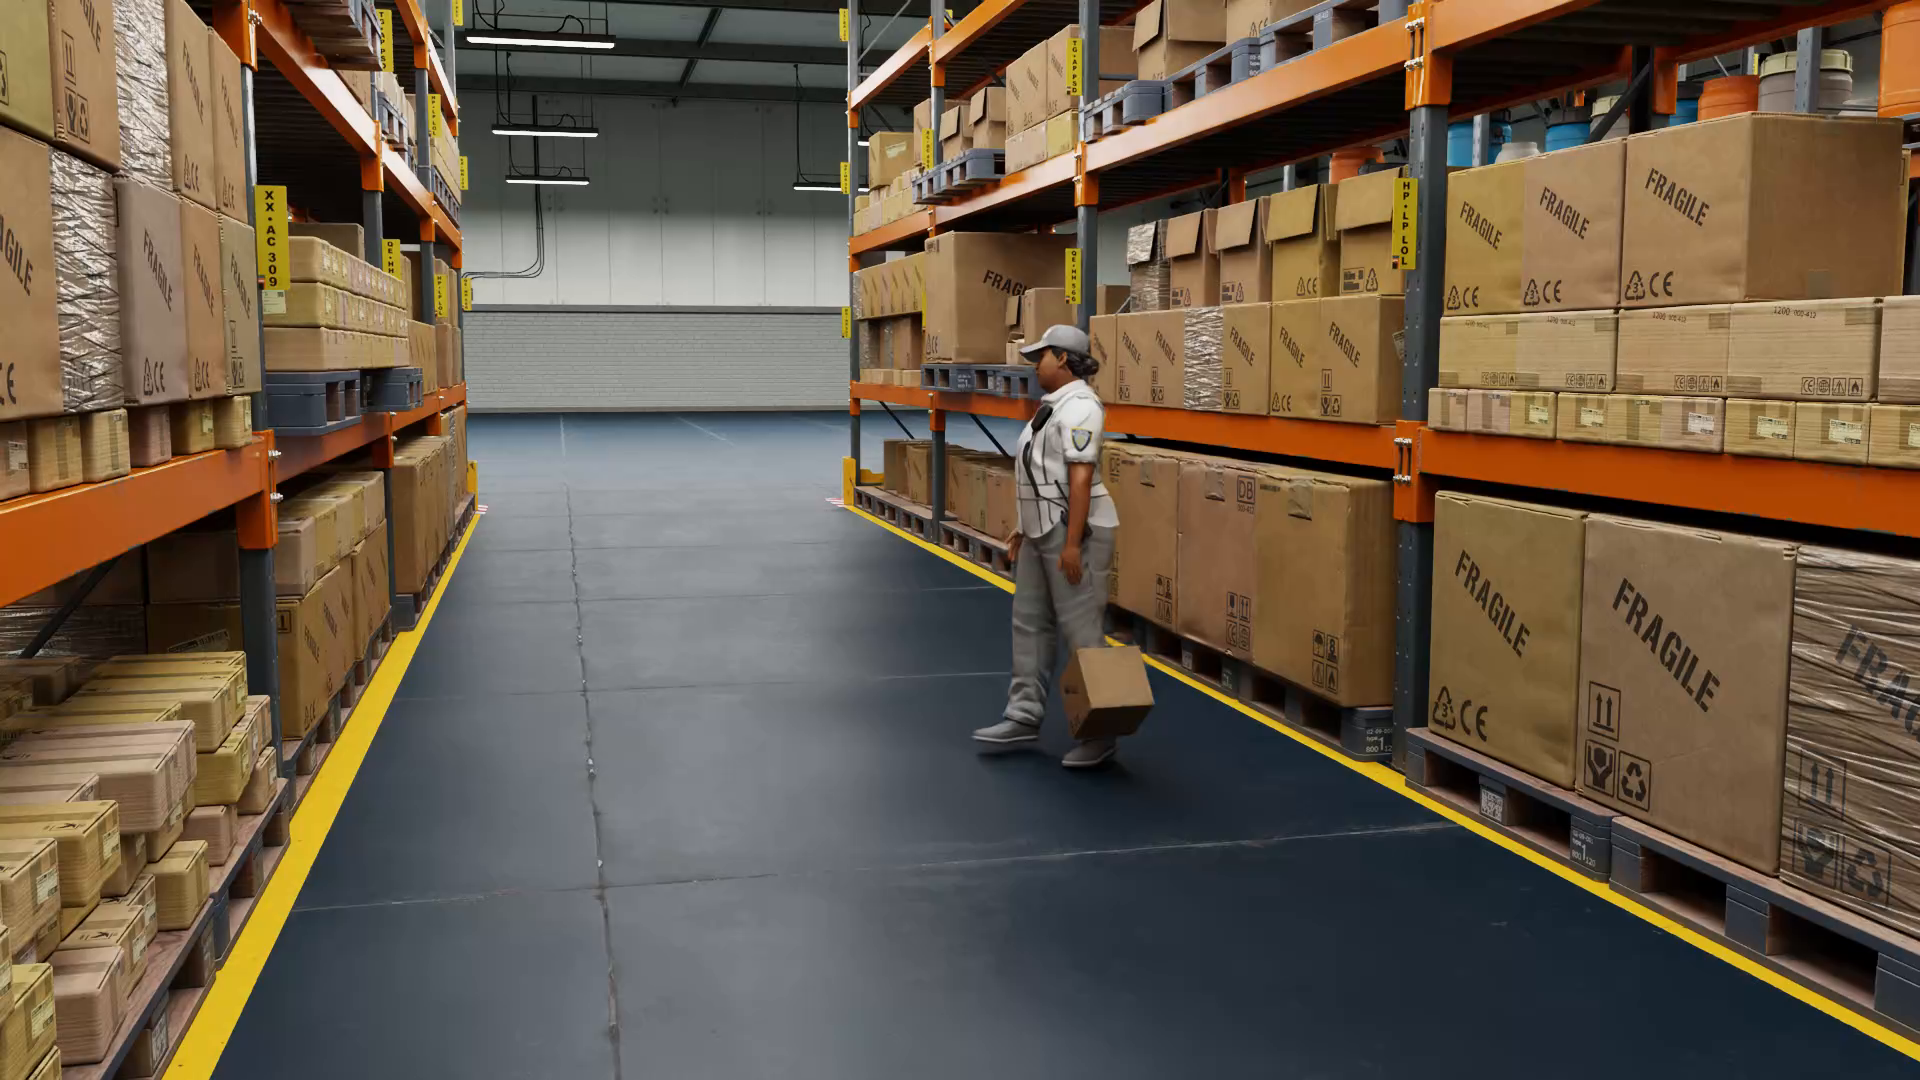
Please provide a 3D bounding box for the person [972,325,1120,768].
[{"bbox_3d":[0.336,0.008,6.420,0.538,1.669,0.550,-2,6,-15],"label":"person"}]
